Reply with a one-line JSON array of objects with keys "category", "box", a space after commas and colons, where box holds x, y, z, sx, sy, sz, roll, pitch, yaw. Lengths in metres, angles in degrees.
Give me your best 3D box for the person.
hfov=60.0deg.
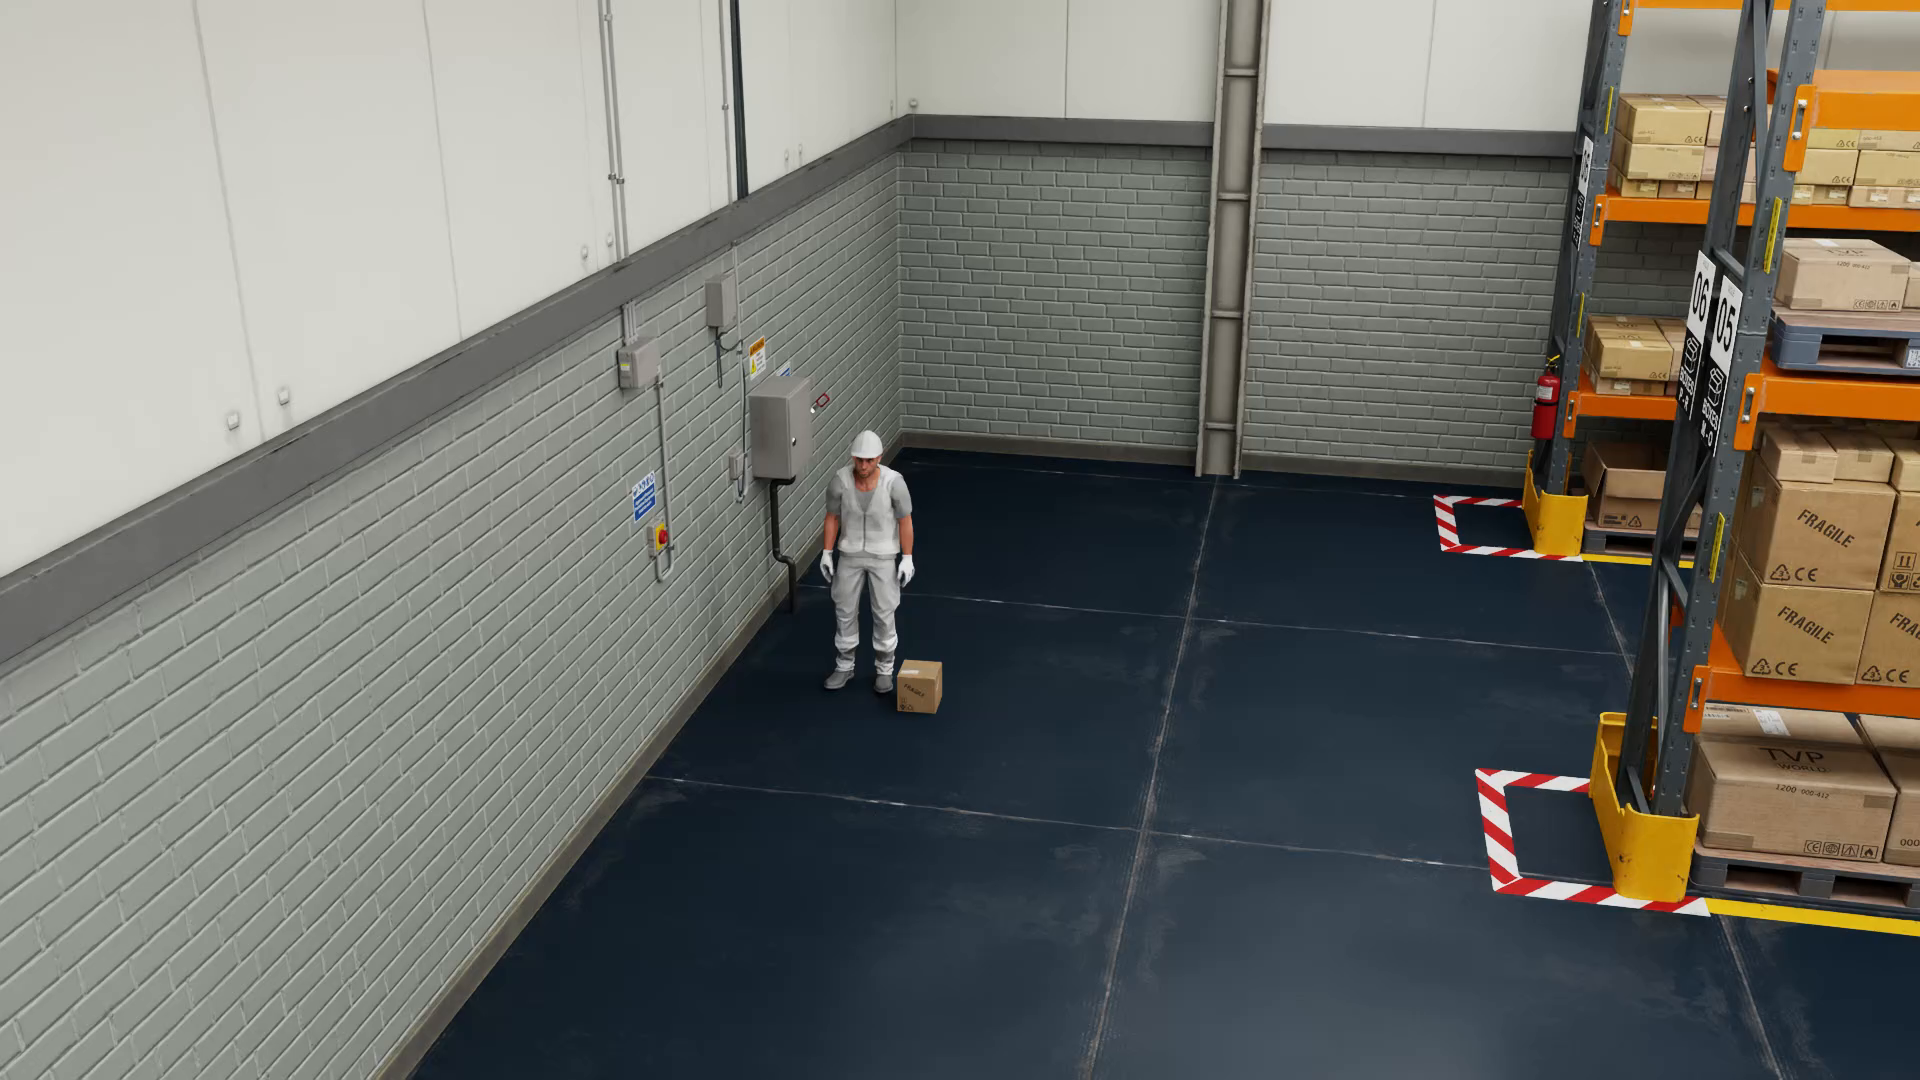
[{"category": "person", "box": [-0.598, 0.130, 10.732, 0.618, 1.779, 0.451, 3, 22, 8]}]
